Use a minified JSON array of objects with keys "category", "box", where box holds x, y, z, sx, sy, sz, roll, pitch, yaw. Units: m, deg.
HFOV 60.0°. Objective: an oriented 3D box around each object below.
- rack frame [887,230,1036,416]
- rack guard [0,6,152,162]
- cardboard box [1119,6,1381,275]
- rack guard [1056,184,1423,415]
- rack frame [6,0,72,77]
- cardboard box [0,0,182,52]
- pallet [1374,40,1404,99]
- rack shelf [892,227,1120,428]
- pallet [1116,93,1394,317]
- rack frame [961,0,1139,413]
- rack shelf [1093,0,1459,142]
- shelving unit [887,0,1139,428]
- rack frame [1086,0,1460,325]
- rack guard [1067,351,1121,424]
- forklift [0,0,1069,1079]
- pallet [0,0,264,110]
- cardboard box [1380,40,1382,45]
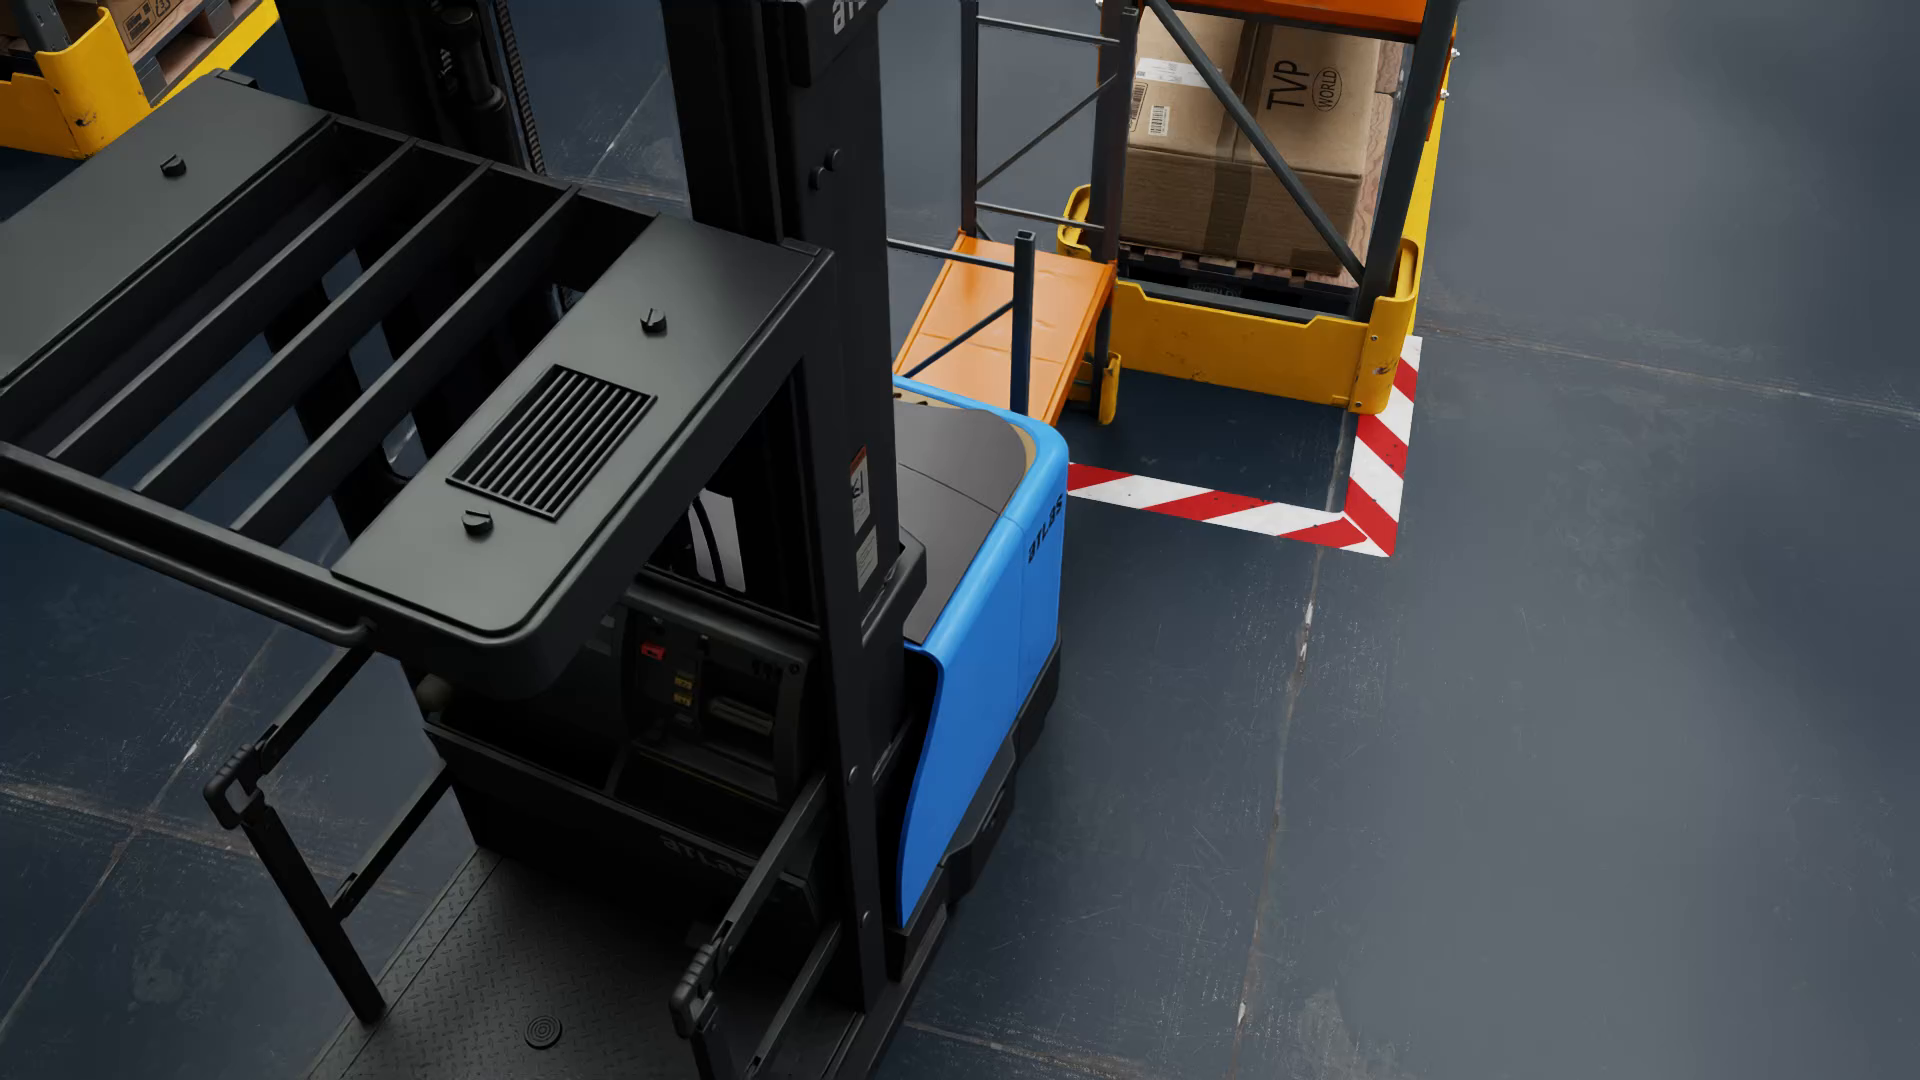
[{"category":"rack frame","box":[-0.065,-0.266,4.485,0.500,1.500,0.032,14,50,12]},{"category":"rack guard","box":[-3.848,-1.865,6.563,1.175,0.500,0.348,12,50,10]},{"category":"cardboard box","box":[0.999,-1.449,5.957,0.875,0.438,0.875,10,49,9]},{"category":"rack guard","box":[0.915,-0.816,5.637,1.175,0.500,0.348,12,50,10]},{"category":"rack frame","box":[-3.868,-2.637,5.577,1.000,3.000,0.127,12,50,10]},{"category":"cardboard box","box":[-3.615,-2.374,6.729,0.797,0.503,0.637,10,49,9]},{"category":"pallet","box":[1.380,-2.211,7.061,1.003,0.211,1.213,12,50,10]},{"category":"rack shelf","box":[0.090,-0.510,4.940,0.538,0.185,1.000,14,50,12]},{"category":"pallet","box":[1.057,-1.331,6.284,1.003,0.211,1.213,12,50,10]},{"category":"rack frame","box":[0.246,-0.992,5.125,0.500,1.500,0.032,14,50,12]},{"category":"rack shelf","box":[1.448,-2.869,6.261,1.077,0.370,4.000,12,50,10]},{"category":"shelving unit","box":[0.088,-0.623,4.799,0.587,1.500,1.083,14,50,12]},{"category":"rack frame","box":[0.922,-1.660,4.715,1.000,3.000,0.127,12,50,10]},{"category":"rack guard","box":[0.240,-0.565,5.582,0.587,0.250,0.087,14,50,12]},{"category":"forklift","box":[-0.791,0.323,3.010,1.130,2.935,3.031,19,51,16]},{"category":"pallet","box":[-3.639,-2.346,7.180,1.003,0.211,1.213,12,50,10]},{"category":"cardboard box","box":[1.232,-2.112,6.542,0.875,0.438,0.875,13,50,11]}]
